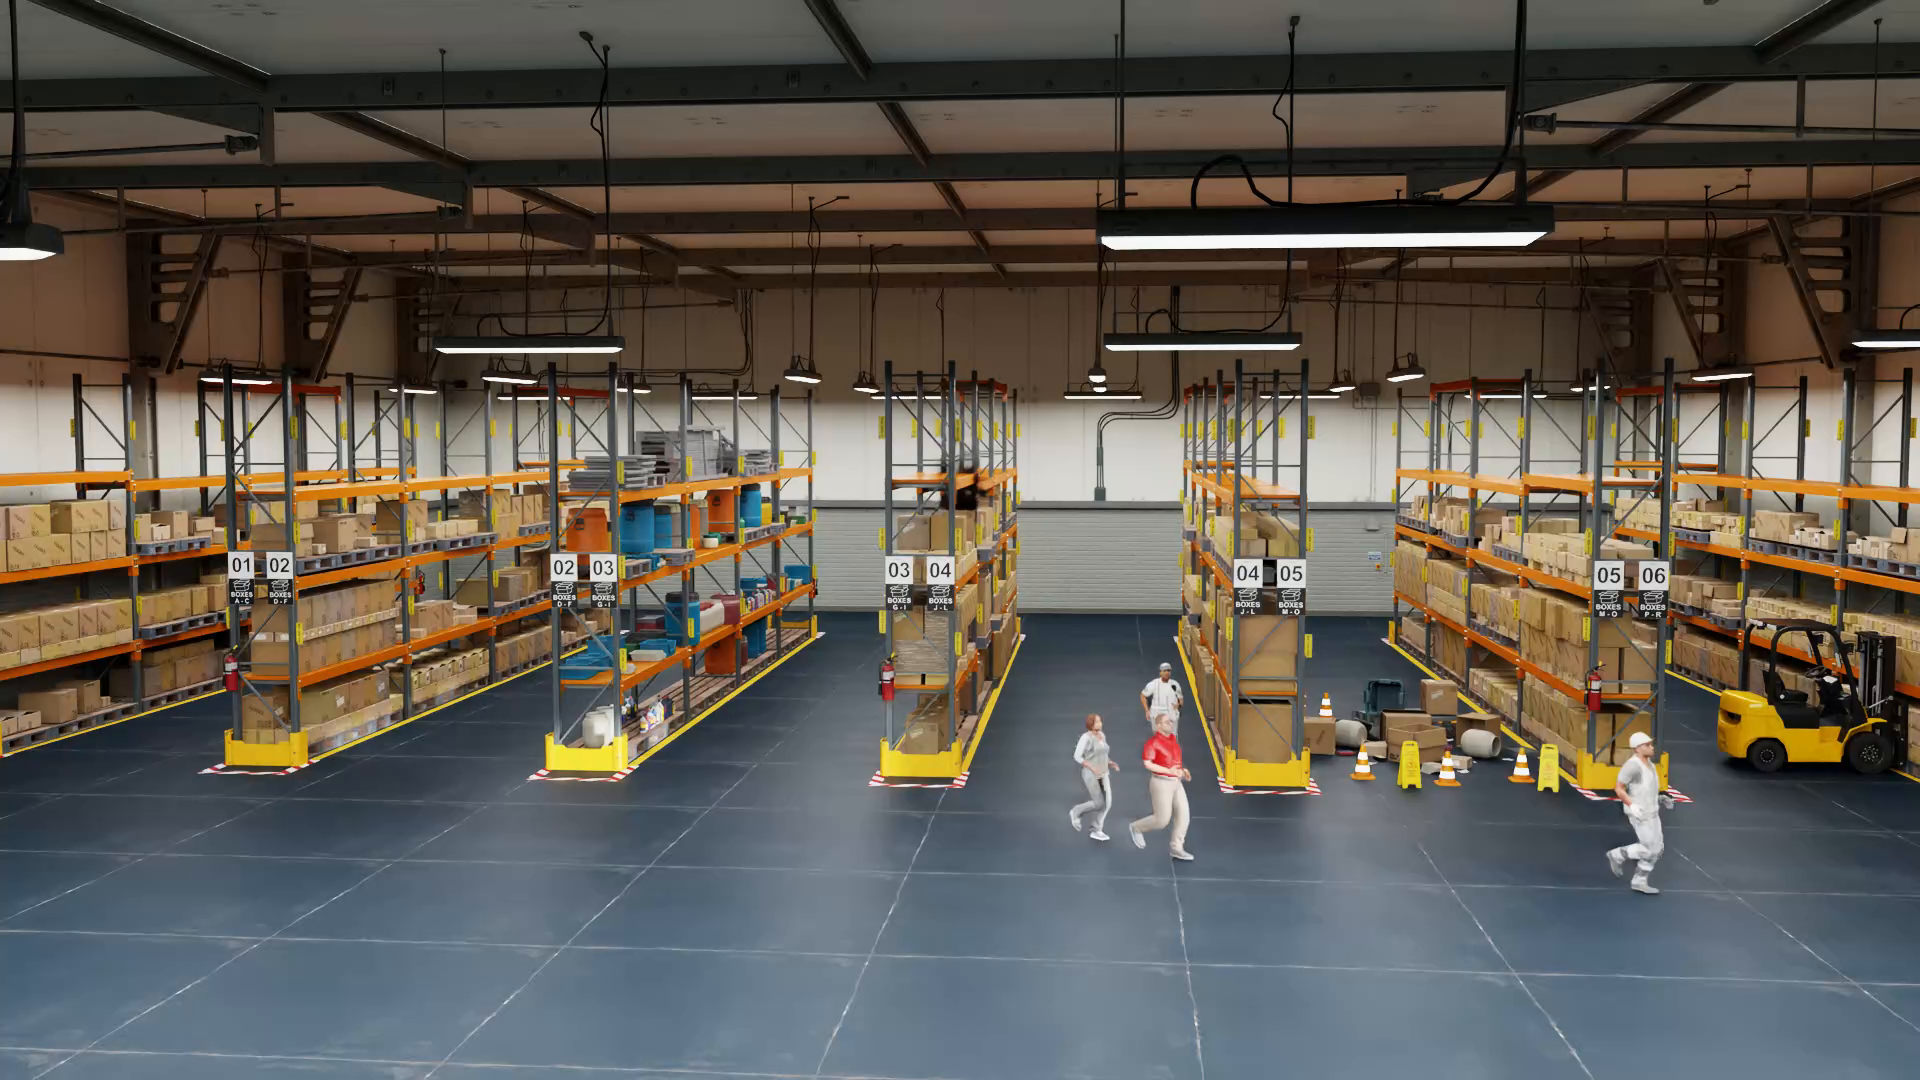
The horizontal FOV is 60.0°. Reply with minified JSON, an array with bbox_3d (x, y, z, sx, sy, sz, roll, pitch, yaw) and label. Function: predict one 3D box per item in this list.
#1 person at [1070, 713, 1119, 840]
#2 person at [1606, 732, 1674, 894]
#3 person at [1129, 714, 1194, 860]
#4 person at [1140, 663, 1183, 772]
[{"bbox_3d":[1.635,2.887,20.368,0.564,1.547,0.537,4,5,44],"label":"person"},{"bbox_3d":[7.372,2.949,18.042,0.668,1.738,0.603,-4,5,-44],"label":"person"},{"bbox_3d":[2.393,2.873,19.507,0.816,1.688,0.674,3,5,42],"label":"person"},{"bbox_3d":[2.968,2.602,24.046,0.560,1.640,0.576,-1,4,-11],"label":"person"}]
